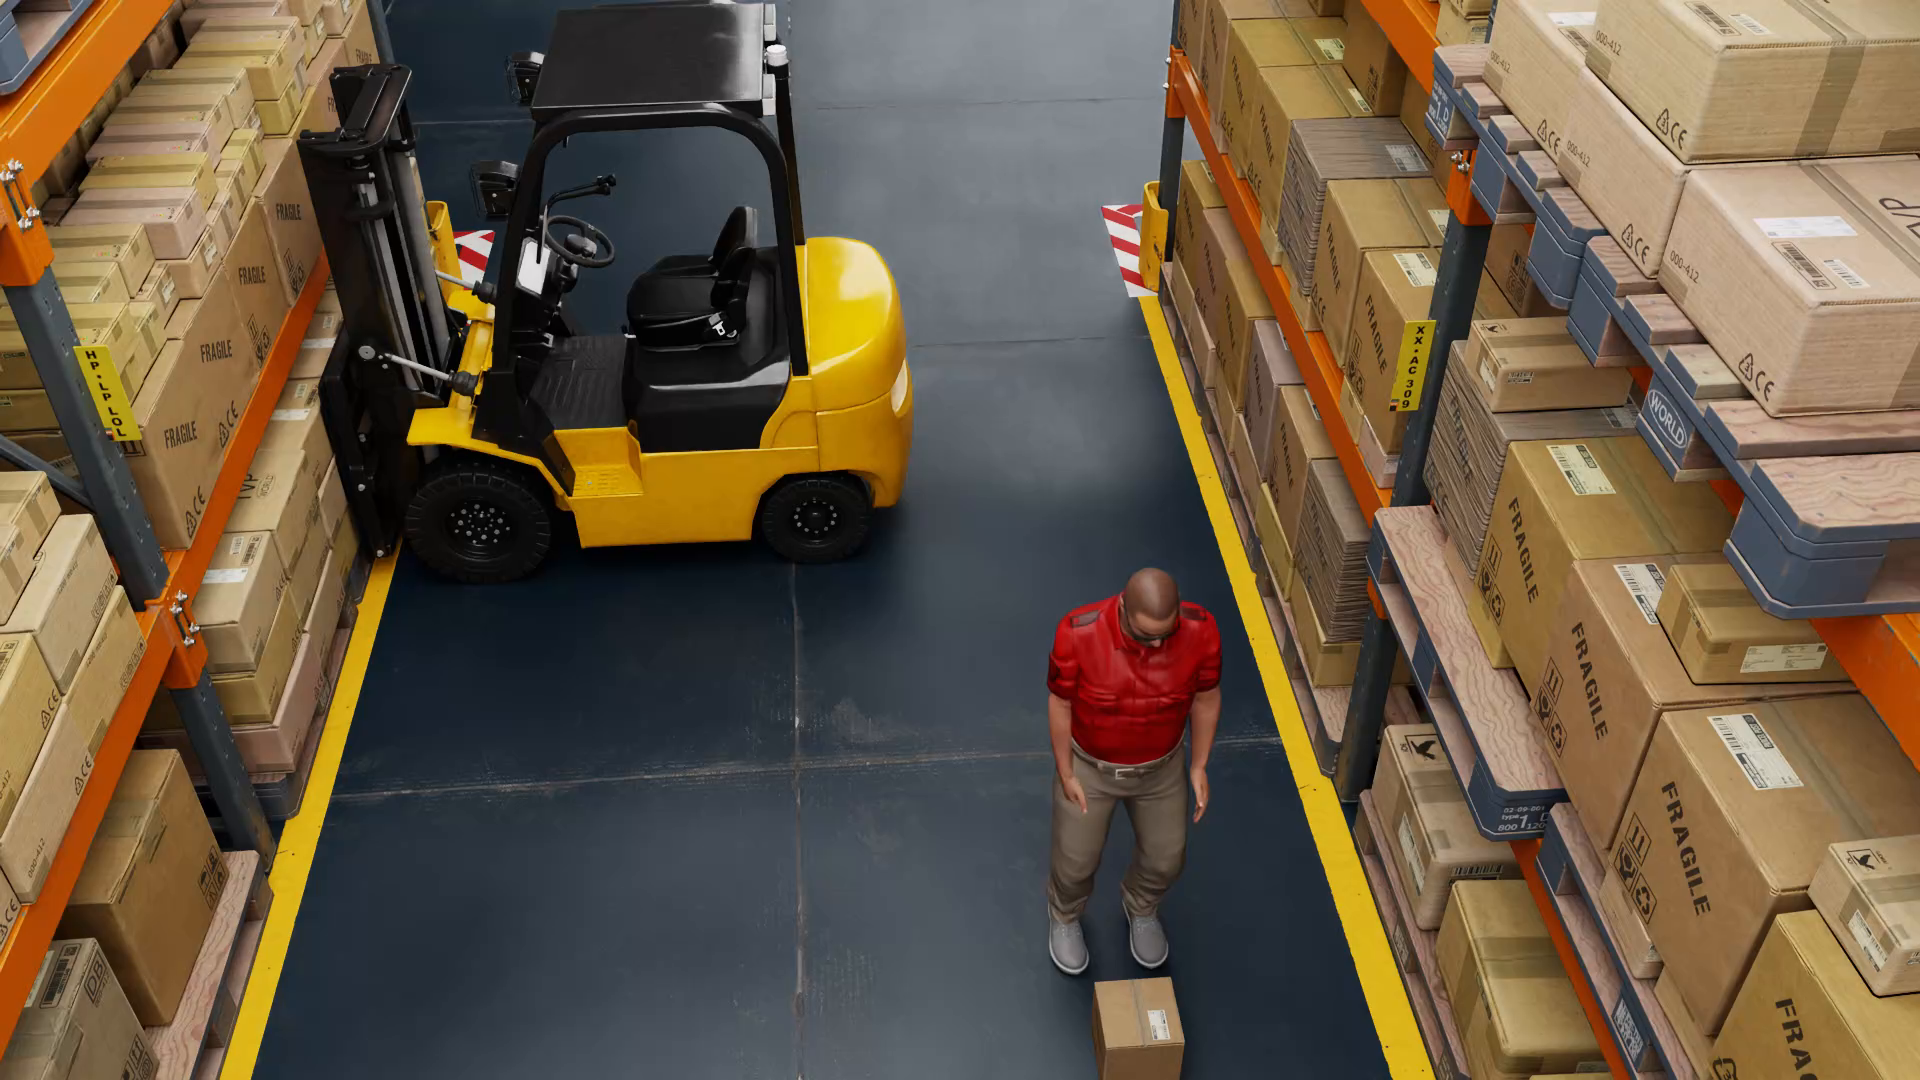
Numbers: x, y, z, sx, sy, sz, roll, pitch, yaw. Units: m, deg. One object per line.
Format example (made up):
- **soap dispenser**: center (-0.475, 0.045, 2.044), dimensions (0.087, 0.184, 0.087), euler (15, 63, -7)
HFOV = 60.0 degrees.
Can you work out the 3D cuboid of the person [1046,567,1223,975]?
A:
- **person**: center (0.541, 0.716, 5.311), dimensions (0.547, 1.700, 0.383), euler (-3, 39, -4)
